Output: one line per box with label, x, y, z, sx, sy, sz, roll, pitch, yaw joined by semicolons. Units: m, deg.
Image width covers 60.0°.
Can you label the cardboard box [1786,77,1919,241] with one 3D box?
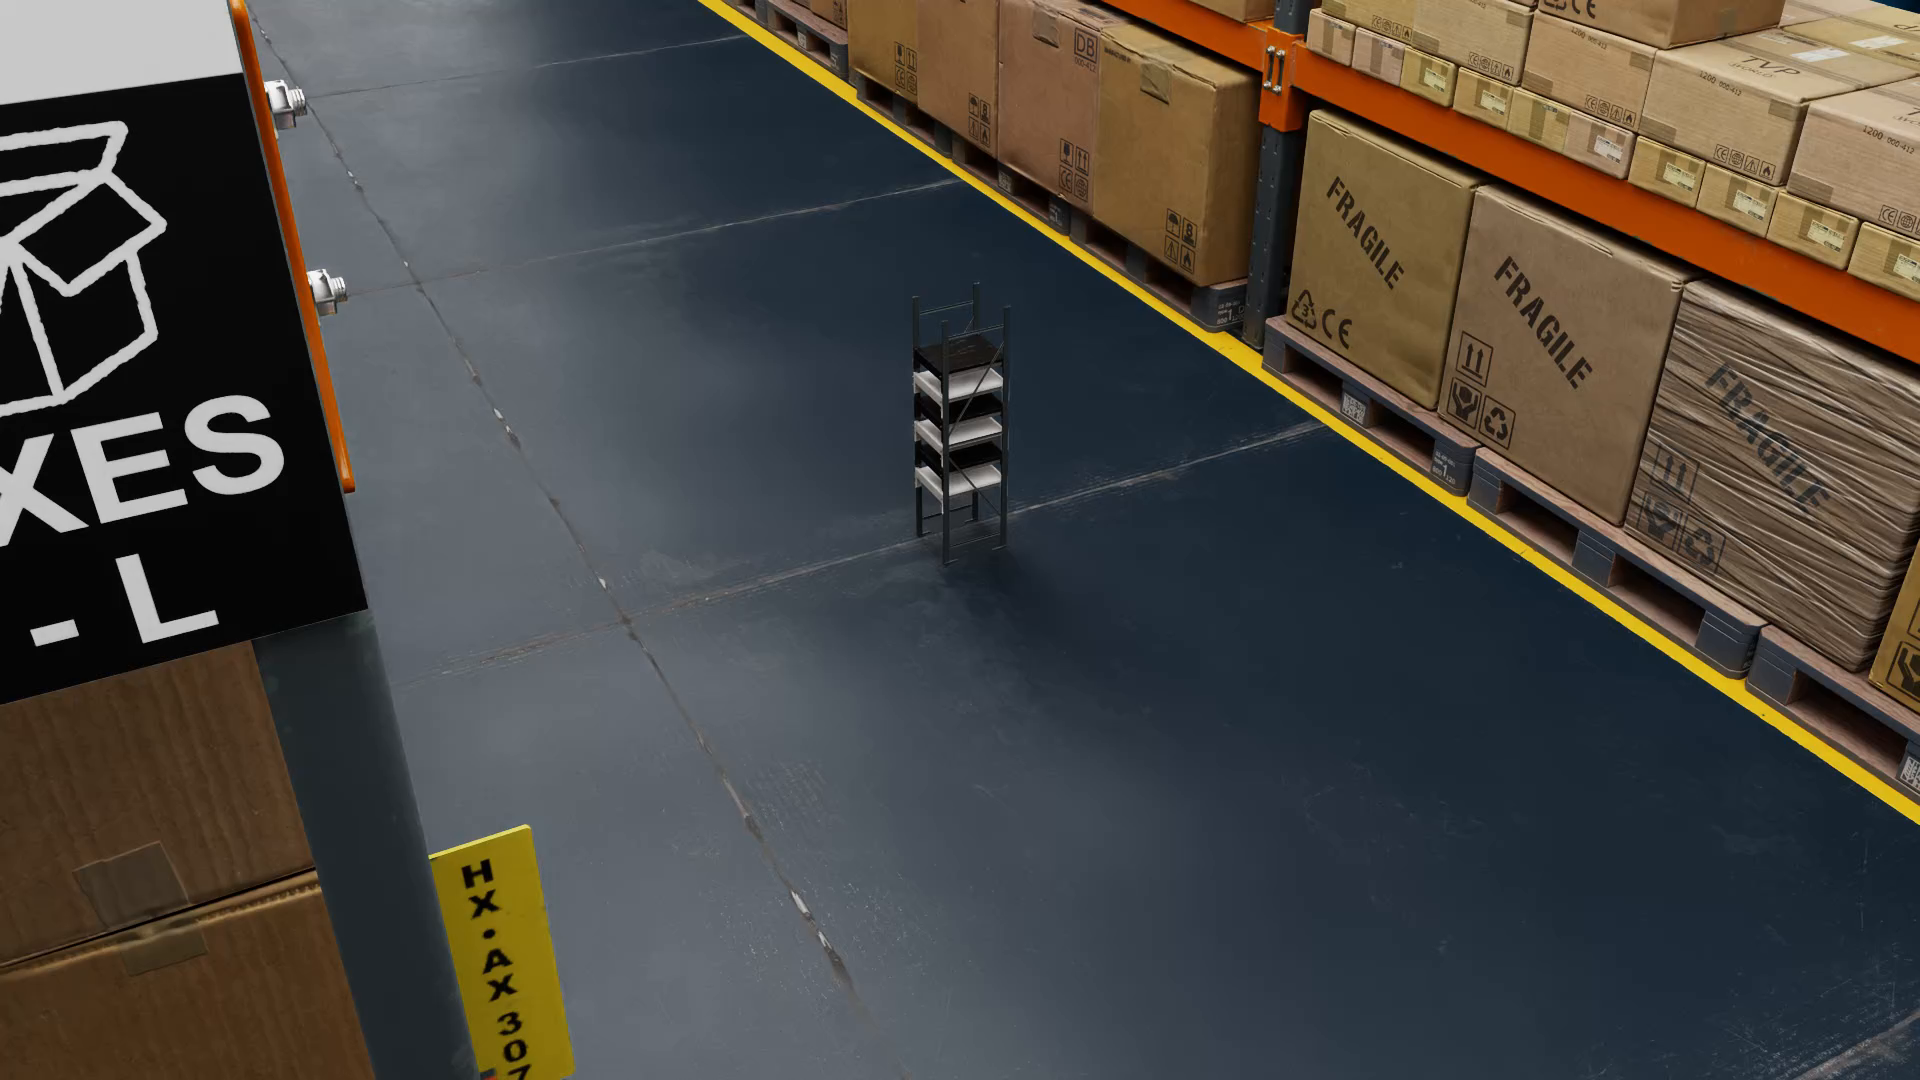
cardboard box;2.596;-1.008;4.406;0.500;0.250;0.500;-17;36;-25

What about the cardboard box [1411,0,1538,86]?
cardboard box;1.880;-1.739;5.547;0.500;0.250;0.500;-16;36;-23

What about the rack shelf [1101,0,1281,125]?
rack shelf;0.732;-2.857;8.096;1.077;0.370;4.000;-16;36;-23

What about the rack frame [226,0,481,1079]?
rack frame;-0.902;0.902;1.562;0.949;2.616;0.053;-16;36;-23

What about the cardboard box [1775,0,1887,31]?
cardboard box;2.584;-1.633;5.382;0.500;0.250;0.500;-15;36;-22

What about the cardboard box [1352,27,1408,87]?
cardboard box;1.631;-1.750;5.933;0.380;0.149;0.250;-17;36;-25

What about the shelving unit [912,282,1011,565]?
shelving unit;0.004;-0.375;5.501;0.258;0.900;0.210;-16;36;-23

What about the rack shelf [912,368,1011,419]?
rack shelf;0.004;-0.499;5.422;0.258;0.077;0.200;-16;36;-23

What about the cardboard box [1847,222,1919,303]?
cardboard box;2.595;-0.765;4.396;0.380;0.149;0.250;-17;36;-24

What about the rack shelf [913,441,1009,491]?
rack shelf;0.004;-0.271;5.568;0.258;0.077;0.200;-16;36;-23

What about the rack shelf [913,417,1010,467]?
rack shelf;0.004;-0.347;5.519;0.258;0.077;0.200;-16;36;-23

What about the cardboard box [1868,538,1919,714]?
cardboard box;3.161;0.136;4.338;0.875;0.875;0.875;-16;36;-23

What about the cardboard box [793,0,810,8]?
cardboard box;-0.800;-3.823;10.846;0.700;0.500;0.500;-19;37;-27

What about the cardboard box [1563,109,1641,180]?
cardboard box;2.113;-1.256;5.163;0.380;0.149;0.250;-15;36;-23

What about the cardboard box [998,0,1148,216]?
cardboard box;0.931;-2.214;8.006;1.225;0.875;0.875;-17;36;-25

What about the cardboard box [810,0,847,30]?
cardboard box;-0.530;-3.562;10.438;0.700;0.500;0.500;-18;37;-26

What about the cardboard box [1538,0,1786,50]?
cardboard box;2.131;-1.806;4.957;0.500;0.500;0.500;-17;36;-25

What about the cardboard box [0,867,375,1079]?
cardboard box;-0.870;0.452;1.896;0.500;0.500;0.500;-14;35;-21

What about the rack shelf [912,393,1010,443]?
rack shelf;0.004;-0.423;5.471;0.258;0.077;0.200;-16;36;-23

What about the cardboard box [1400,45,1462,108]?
cardboard box;1.754;-1.624;5.737;0.380;0.149;0.250;-15;35;-22

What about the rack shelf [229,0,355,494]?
rack shelf;-1.838;-1.012;2.435;1.077;0.370;4.000;-16;36;-23

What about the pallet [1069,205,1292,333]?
pallet;1.238;-1.381;7.709;1.003;0.211;1.213;-16;36;-23

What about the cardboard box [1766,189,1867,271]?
cardboard box;2.474;-0.889;4.589;0.380;0.149;0.250;-16;36;-23

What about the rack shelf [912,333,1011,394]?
rack shelf;0.004;-0.574;5.374;0.258;0.077;0.200;-16;36;-23

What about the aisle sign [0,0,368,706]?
aisle sign;-0.606;-0.232;0.922;0.394;0.787;0.004;-16;36;-23

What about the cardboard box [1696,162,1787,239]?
cardboard box;2.360;-1.007;4.775;0.380;0.149;0.250;-15;36;-22

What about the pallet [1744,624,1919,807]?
pallet;3.088;0.516;4.749;1.003;0.211;1.213;-16;36;-23

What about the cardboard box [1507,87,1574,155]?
cardboard box;1.998;-1.377;5.351;0.380;0.149;0.250;-16;36;-24

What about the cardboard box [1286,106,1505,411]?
cardboard box;1.902;-1.153;6.349;0.875;0.875;0.875;-16;36;-23

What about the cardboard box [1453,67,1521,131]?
cardboard box;1.879;-1.499;5.542;0.380;0.149;0.250;-17;36;-24

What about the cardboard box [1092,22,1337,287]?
cardboard box;1.349;-1.788;7.341;1.225;0.875;0.875;-16;36;-23

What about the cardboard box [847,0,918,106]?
cardboard box;0.103;-3.062;9.329;1.225;0.875;0.875;-18;37;-25

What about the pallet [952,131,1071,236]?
pallet;0.666;-1.964;8.619;1.003;0.211;1.213;-16;36;-23

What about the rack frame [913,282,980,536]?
rack frame;-0.044;-0.424;5.577;0.240;0.900;0.006;-16;36;-23

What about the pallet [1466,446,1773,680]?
pallet;2.523;-0.066;5.657;1.003;0.211;1.213;-16;36;-23

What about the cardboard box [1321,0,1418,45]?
cardboard box;1.652;-1.977;5.919;0.500;0.250;0.500;-17;36;-24

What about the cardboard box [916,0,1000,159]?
cardboard box;0.512;-2.635;8.662;1.225;0.875;0.875;-16;36;-23

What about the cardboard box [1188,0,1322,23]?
cardboard box;1.205;-2.402;6.626;0.500;0.500;0.500;-16;36;-23

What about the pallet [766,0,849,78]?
pallet;-0.563;-3.314;10.726;1.003;0.211;1.213;-16;36;-23

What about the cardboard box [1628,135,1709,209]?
cardboard box;2.237;-1.131;4.968;0.380;0.149;0.250;-17;36;-24

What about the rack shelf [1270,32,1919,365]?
rack shelf;2.597;-0.948;5.116;1.077;0.370;4.000;-16;36;-23

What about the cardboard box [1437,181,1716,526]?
cardboard box;2.321;-0.723;5.678;0.875;0.875;0.875;-16;36;-23

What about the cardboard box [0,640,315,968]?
cardboard box;-0.880;0.033;1.622;0.500;0.500;0.500;-16;36;-23

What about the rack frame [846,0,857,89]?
rack frame;-0.200;-4.114;9.391;1.000;3.000;0.127;-16;36;-23

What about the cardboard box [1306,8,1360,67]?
cardboard box;1.509;-1.875;6.129;0.380;0.149;0.250;-16;36;-23

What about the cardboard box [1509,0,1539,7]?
cardboard box;1.885;-2.054;5.343;0.500;0.500;0.500;-16;36;-23

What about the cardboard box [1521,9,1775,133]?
cardboard box;2.126;-1.493;5.163;0.500;0.250;0.500;-15;36;-22

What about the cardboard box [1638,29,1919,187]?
cardboard box;2.349;-1.256;4.793;0.500;0.250;0.500;-16;36;-23

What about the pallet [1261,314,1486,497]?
pallet;1.950;-0.649;6.567;1.003;0.211;1.213;-16;36;-23

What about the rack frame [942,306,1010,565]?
rack frame;0.051;-0.327;5.425;0.240;0.900;0.006;-16;36;-23

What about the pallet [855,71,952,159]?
pallet;0.101;-2.545;9.527;1.003;0.211;1.213;-16;36;-23

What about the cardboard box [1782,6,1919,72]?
cardboard box;2.818;-1.390;5.003;0.500;0.250;0.500;-17;36;-24

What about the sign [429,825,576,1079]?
sign;-0.425;0.402;1.540;0.100;0.325;0.005;-16;36;-23

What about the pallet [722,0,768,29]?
pallet;-1.128;-3.895;11.634;1.003;0.211;1.213;-16;36;-23

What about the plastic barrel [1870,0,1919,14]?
plastic barrel;5.478;-3.346;9.749;0.600;0.901;0.708;-16;36;-23

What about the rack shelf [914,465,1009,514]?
rack shelf;0.004;-0.195;5.616;0.258;0.077;0.200;-16;36;-23

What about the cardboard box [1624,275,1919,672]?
cardboard box;2.736;-0.298;5.015;0.875;0.875;0.875;-16;36;-23

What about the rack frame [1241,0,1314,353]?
rack frame;1.665;-2.205;6.412;1.000;3.000;0.127;-16;36;-23
